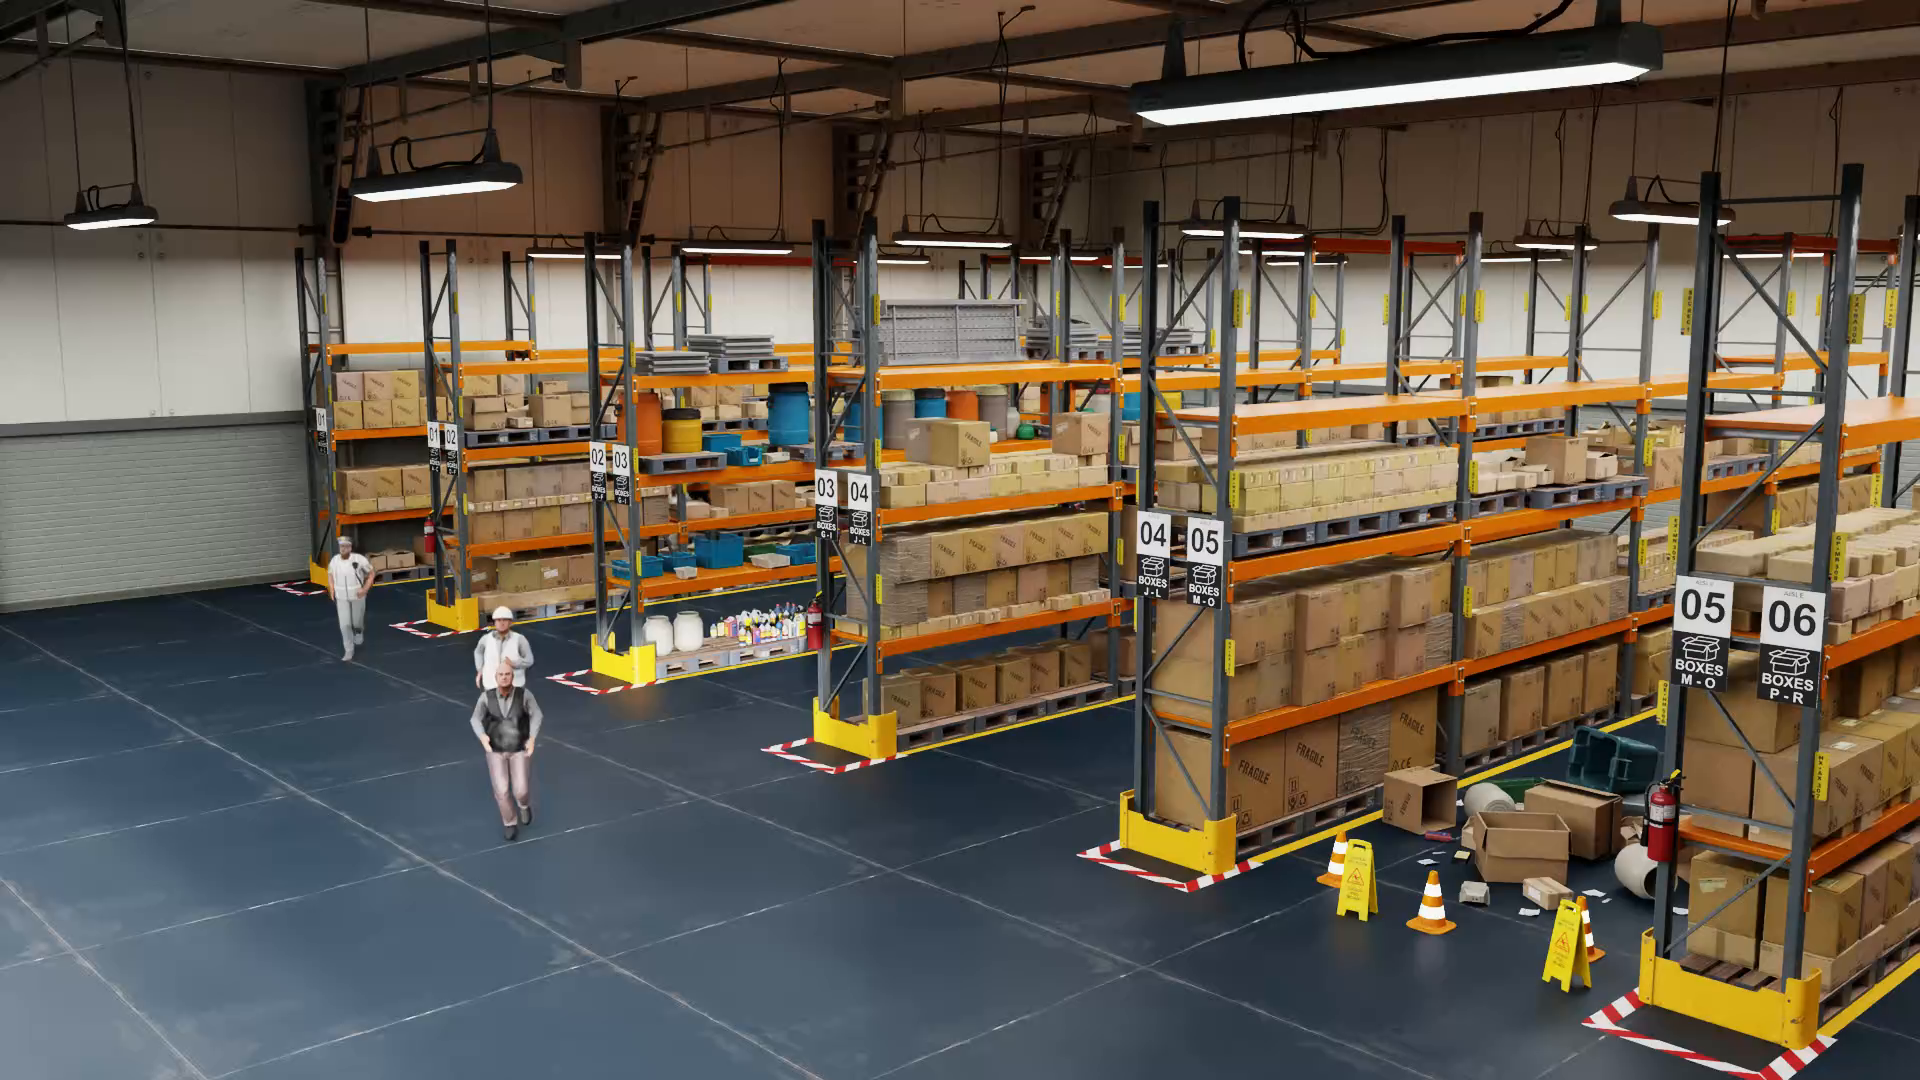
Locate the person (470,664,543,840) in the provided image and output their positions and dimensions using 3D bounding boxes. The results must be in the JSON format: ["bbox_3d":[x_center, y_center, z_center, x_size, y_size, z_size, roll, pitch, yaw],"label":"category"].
[{"bbox_3d":[-4.336,2.016,15.917,0.666,1.686,0.573,-1,9,-10],"label":"person"}]

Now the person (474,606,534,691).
[{"bbox_3d":[-4.982,1.612,18.194,0.645,1.788,0.917,-2,9,-12],"label":"person"}]

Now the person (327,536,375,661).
[{"bbox_3d":[-8.751,0.808,23.949,0.672,1.795,0.729,-1,8,-8],"label":"person"}]

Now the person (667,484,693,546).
[{"bbox_3d":[-5.271,-0.252,30.828,0.903,1.814,0.672,-8,11,-42],"label":"person"}]
